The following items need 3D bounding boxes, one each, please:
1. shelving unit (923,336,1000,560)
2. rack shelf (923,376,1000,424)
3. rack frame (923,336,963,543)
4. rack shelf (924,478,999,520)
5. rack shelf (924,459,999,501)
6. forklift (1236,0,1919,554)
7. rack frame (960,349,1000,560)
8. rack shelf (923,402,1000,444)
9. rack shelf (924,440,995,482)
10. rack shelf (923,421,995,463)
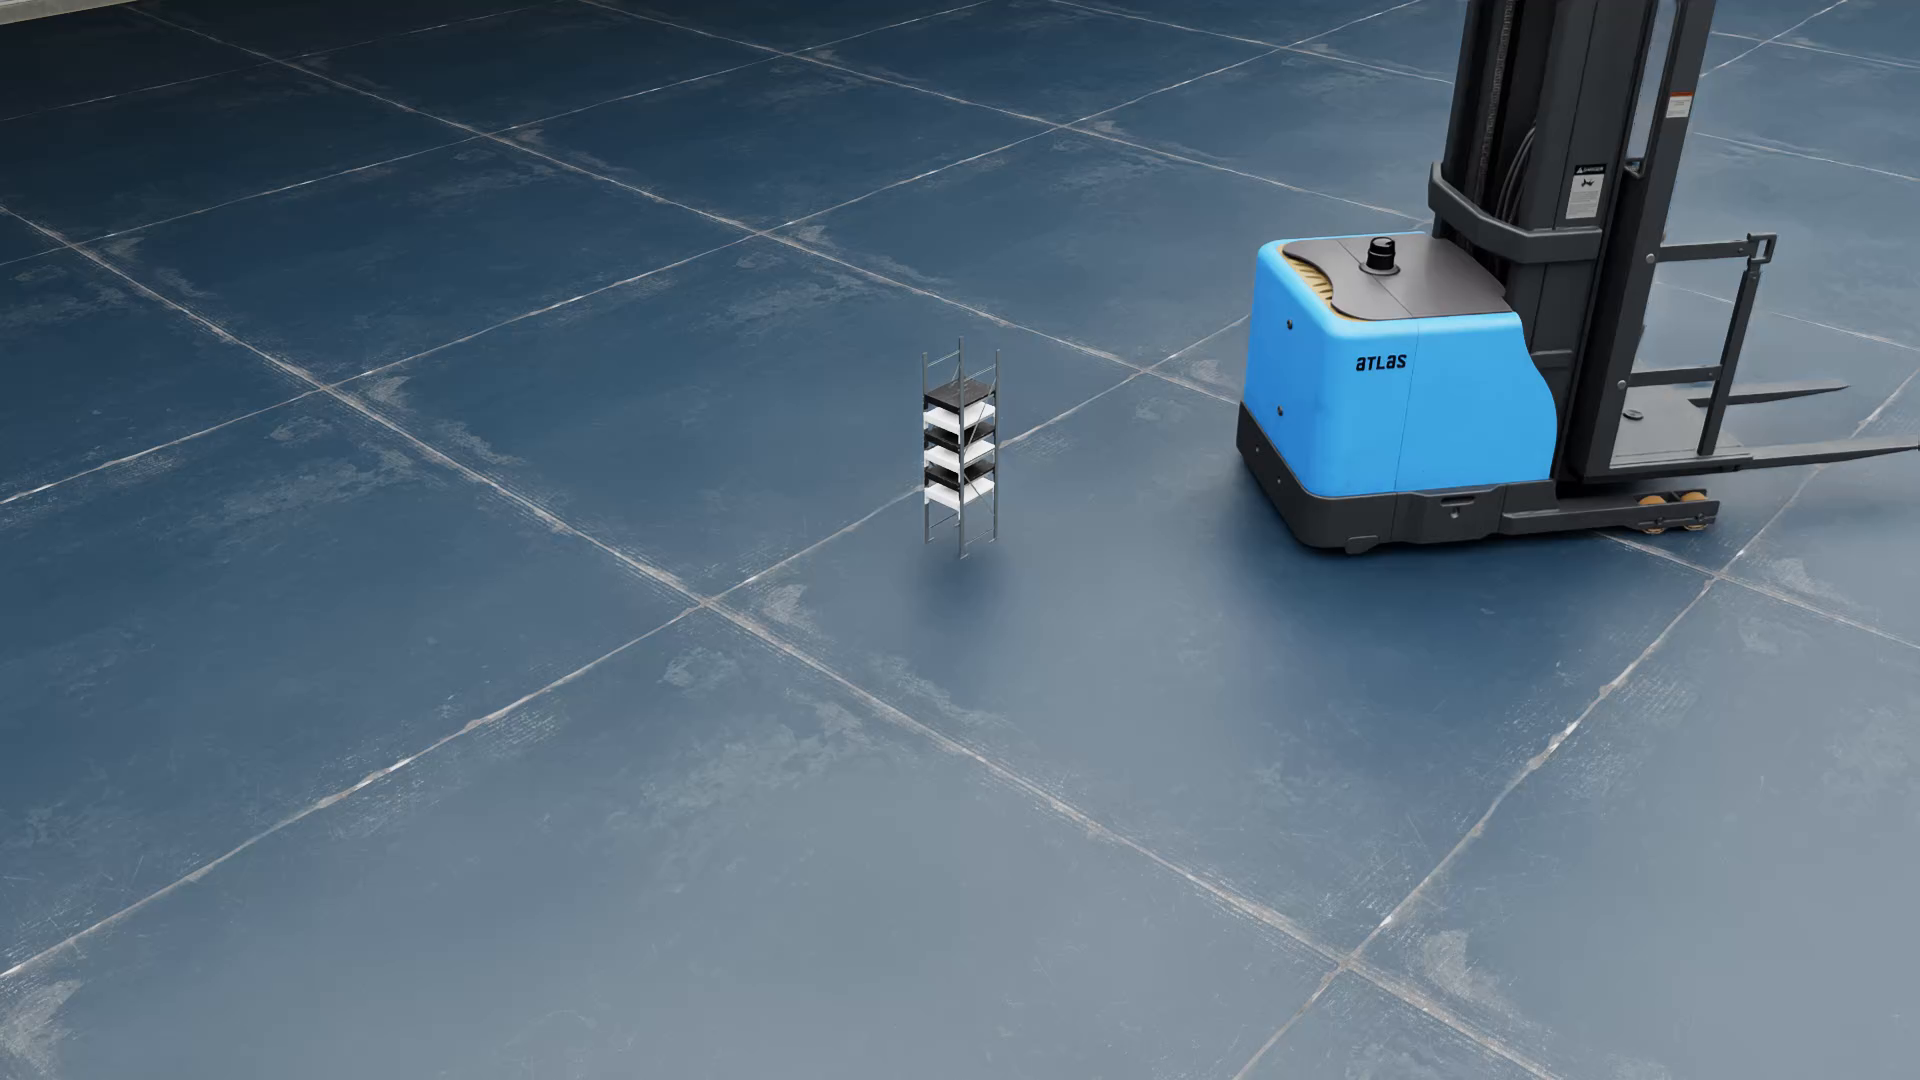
[{"bbox_3d":[0.006,-0.383,7.013,0.210,0.900,0.258,25,39,35],"label":"shelving unit"},{"bbox_3d":[0.006,-0.585,6.891,0.200,0.077,0.258,25,39,35],"label":"rack shelf"},{"bbox_3d":[-0.069,-0.418,7.072,0.006,0.900,0.240,25,39,35],"label":"rack frame"},{"bbox_3d":[0.006,-0.200,7.123,0.200,0.077,0.258,25,39,35],"label":"rack shelf"},{"bbox_3d":[0.006,-0.277,7.077,0.200,0.077,0.258,25,39,35],"label":"rack shelf"},{"bbox_3d":[2.868,-1.545,6.975,3.031,2.935,1.130,-5,31,-8],"label":"forklift"},{"bbox_3d":[0.081,-0.348,6.955,0.006,0.900,0.240,25,39,35],"label":"rack frame"},{"bbox_3d":[0.006,-0.508,6.938,0.200,0.077,0.258,25,39,35],"label":"rack shelf"},{"bbox_3d":[0.006,-0.354,7.030,0.200,0.077,0.258,25,39,35],"label":"rack shelf"},{"bbox_3d":[0.006,-0.431,6.984,0.200,0.077,0.258,25,39,35],"label":"rack shelf"}]
